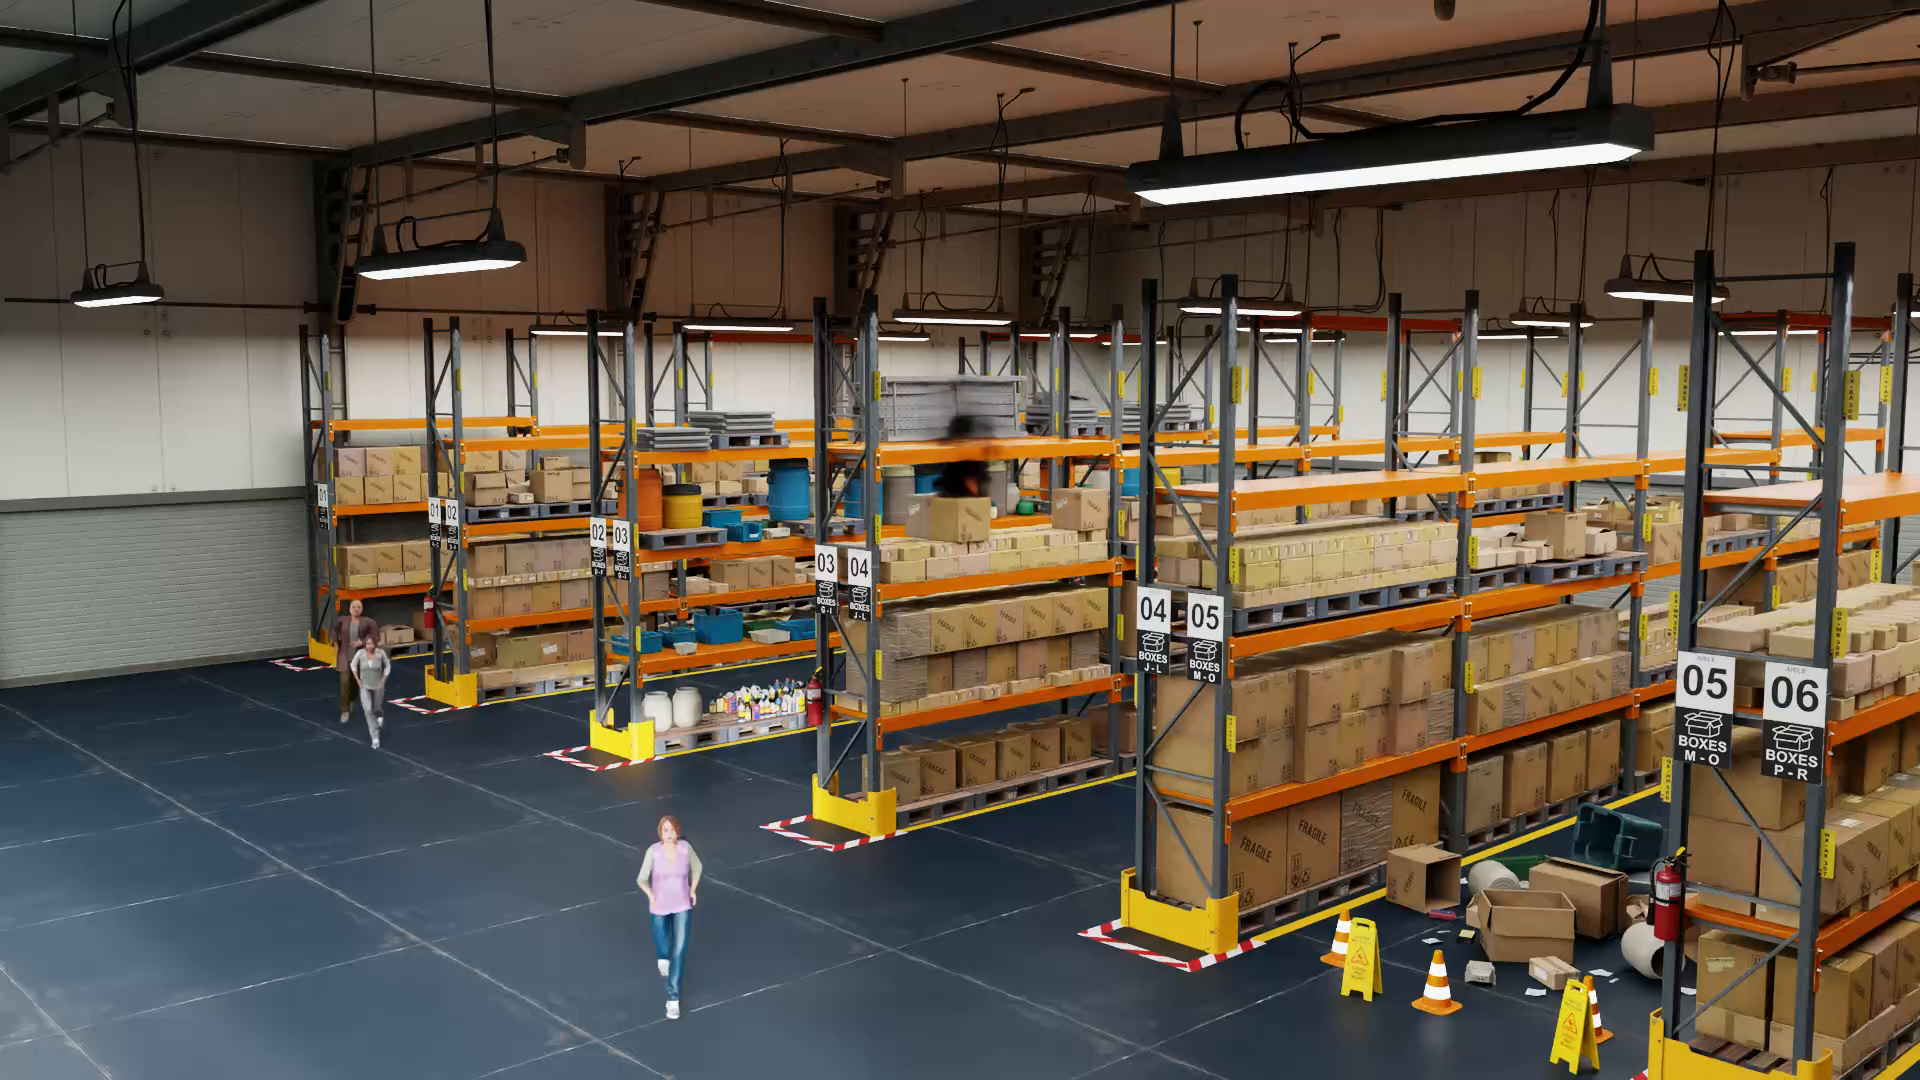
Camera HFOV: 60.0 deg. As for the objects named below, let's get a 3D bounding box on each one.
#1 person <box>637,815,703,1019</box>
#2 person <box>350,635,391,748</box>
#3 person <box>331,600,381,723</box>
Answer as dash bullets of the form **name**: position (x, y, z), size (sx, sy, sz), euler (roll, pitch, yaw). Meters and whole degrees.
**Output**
- **person**: position (-2.363, 3.018, 13.595), size (0.537, 1.585, 0.779), euler (-1, 6, -13)
- **person**: position (-8.212, 2.065, 23.218), size (0.533, 1.549, 0.861), euler (-1, 6, -13)
- **person**: position (-9.075, 1.782, 24.992), size (0.719, 1.779, 0.964), euler (-2, 6, -16)
